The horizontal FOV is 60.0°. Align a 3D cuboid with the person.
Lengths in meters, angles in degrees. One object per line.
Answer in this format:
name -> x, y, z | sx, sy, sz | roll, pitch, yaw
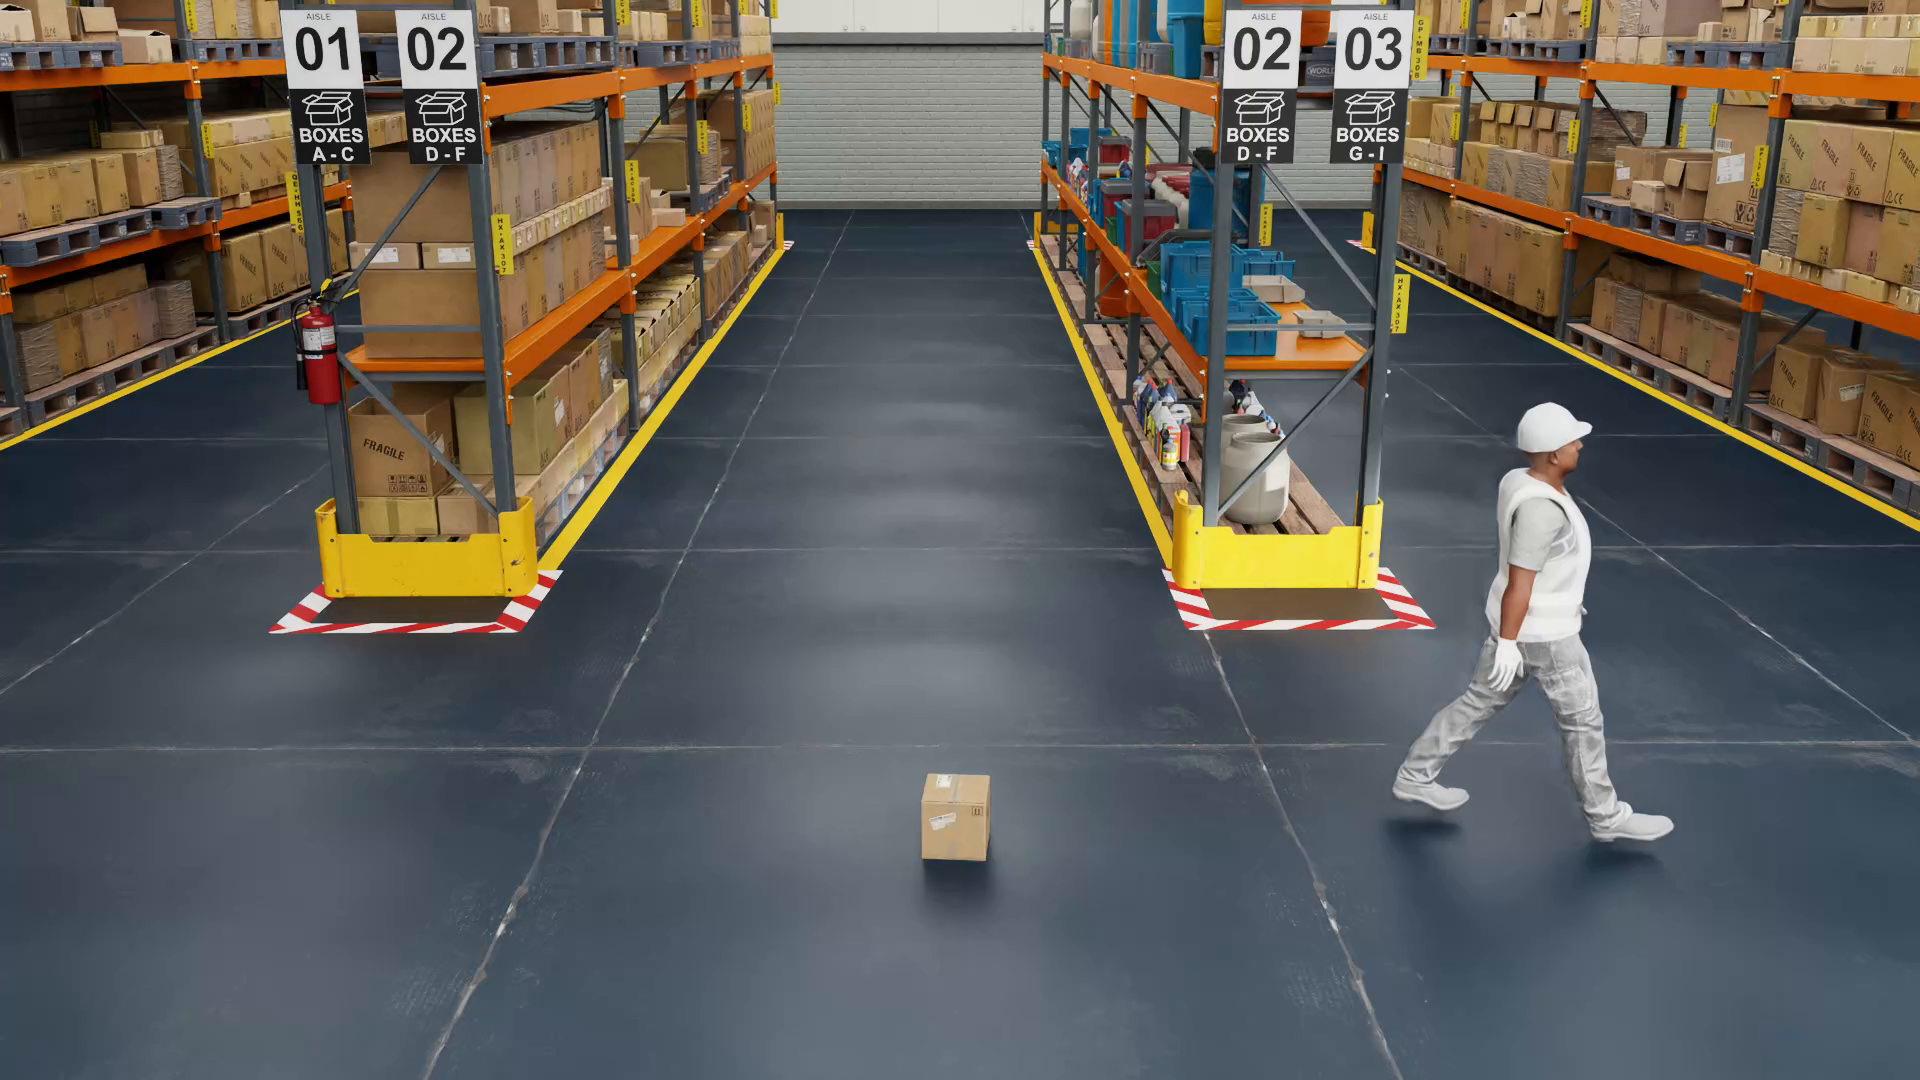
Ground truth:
person -> 2.287, 0.317, 6.470 | 1.052, 1.740, 0.607 | 2, 17, 6
